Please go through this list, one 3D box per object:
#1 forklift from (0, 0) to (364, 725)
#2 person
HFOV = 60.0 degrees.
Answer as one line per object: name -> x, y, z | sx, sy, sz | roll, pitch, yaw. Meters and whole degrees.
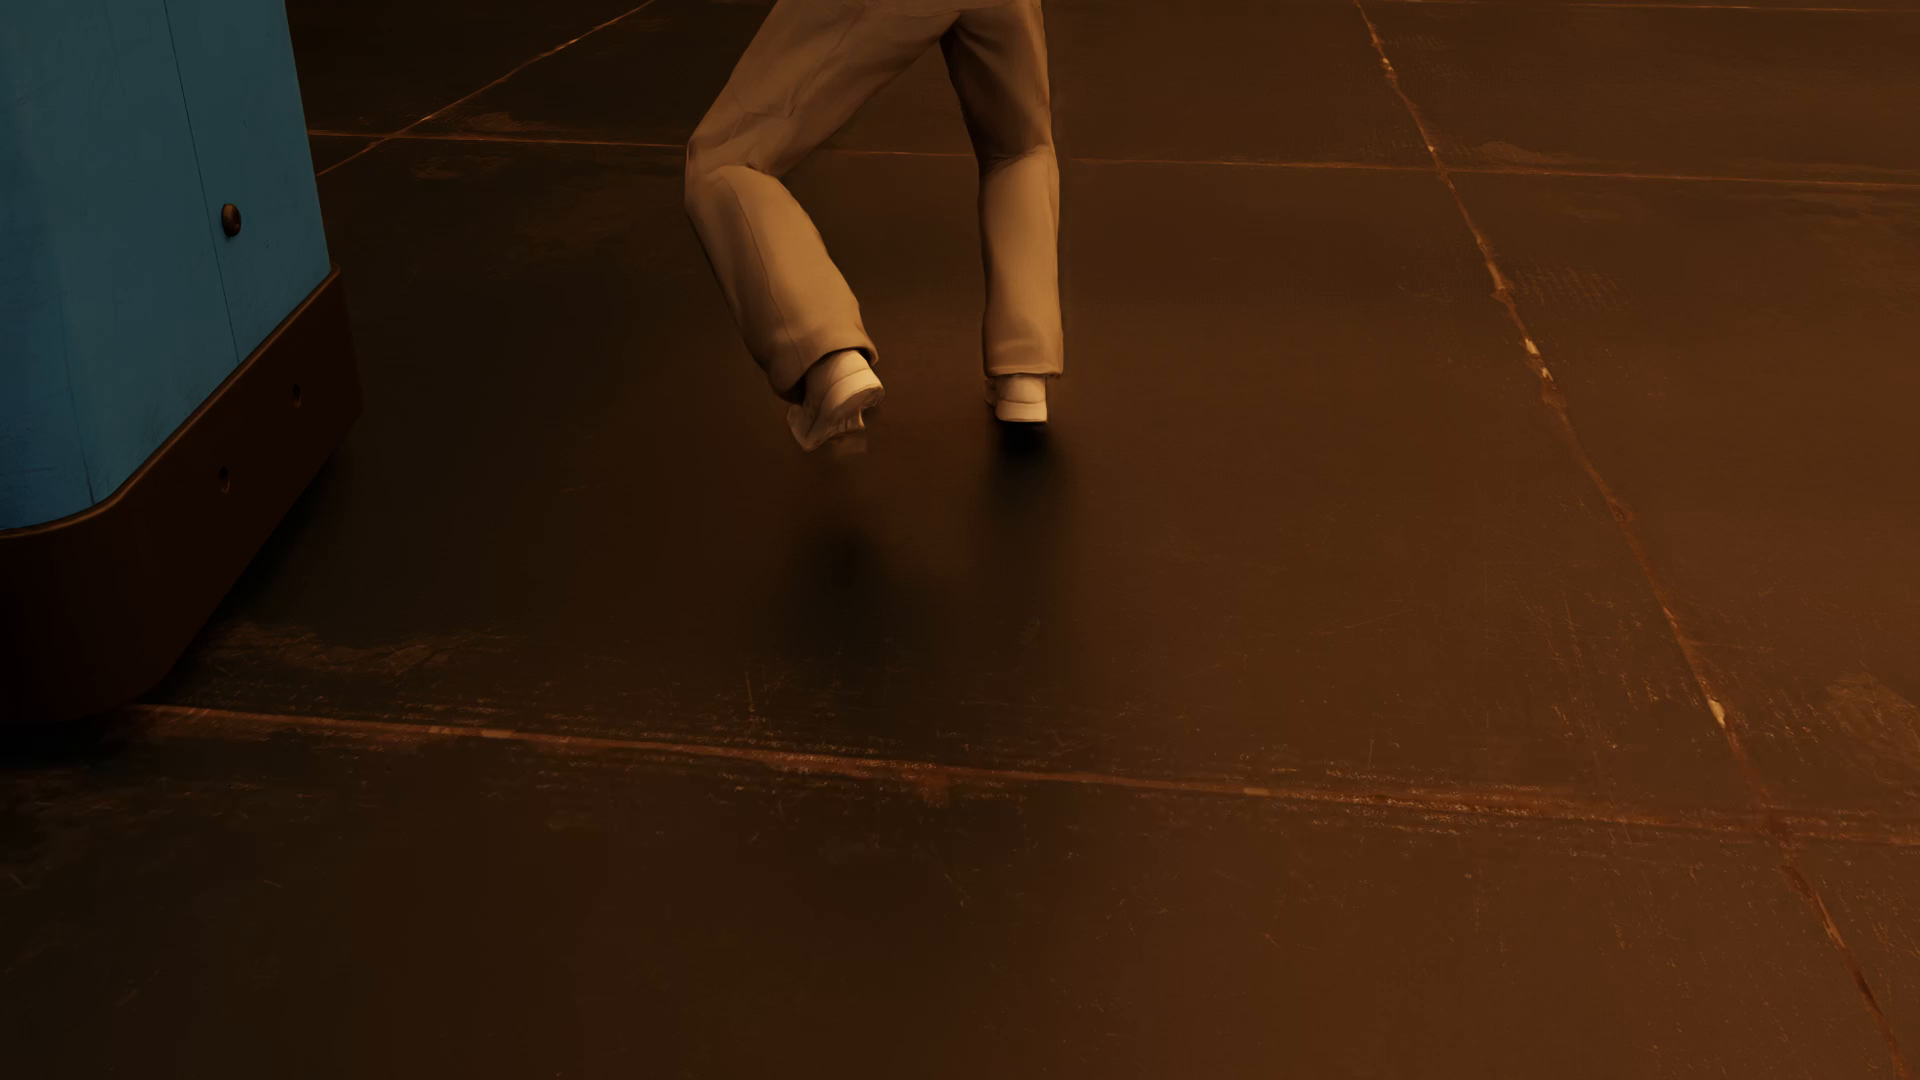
forklift -> -2.489, -1.243, 1.708 | 3.031, 2.935, 1.130 | -1, 27, -2
person -> 0.075, -0.904, 2.579 | 0.987, 1.521, 0.662 | -15, 30, -27
